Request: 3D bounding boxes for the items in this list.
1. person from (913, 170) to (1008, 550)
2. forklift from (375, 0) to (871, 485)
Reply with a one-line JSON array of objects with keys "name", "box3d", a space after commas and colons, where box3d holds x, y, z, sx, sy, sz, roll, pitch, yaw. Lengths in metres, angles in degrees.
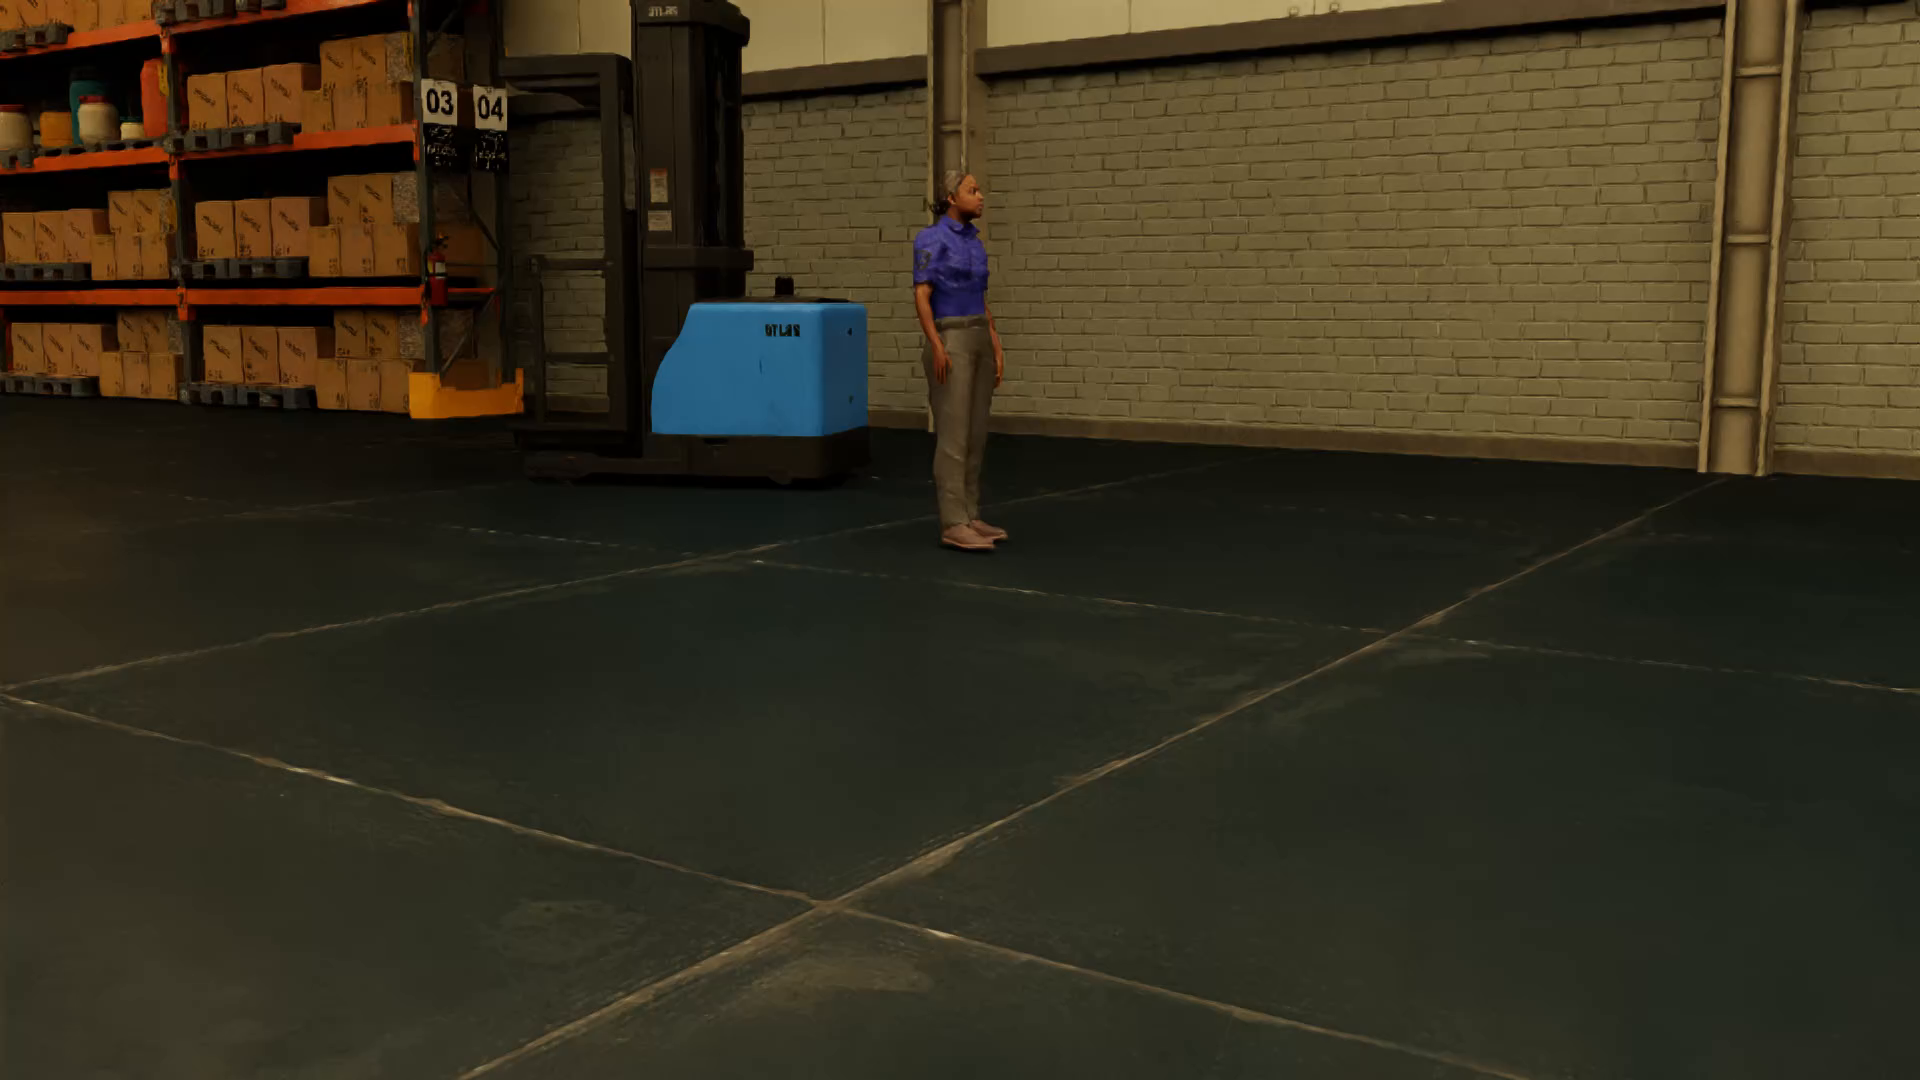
[{"name": "person", "box3d": [0.062, -0.817, 7.422, 0.503, 1.654, 0.570, 5, 10, 34]}, {"name": "forklift", "box3d": [-2.140, -1.858, 10.259, 3.031, 2.935, 1.130, 2, 8, 14]}]
